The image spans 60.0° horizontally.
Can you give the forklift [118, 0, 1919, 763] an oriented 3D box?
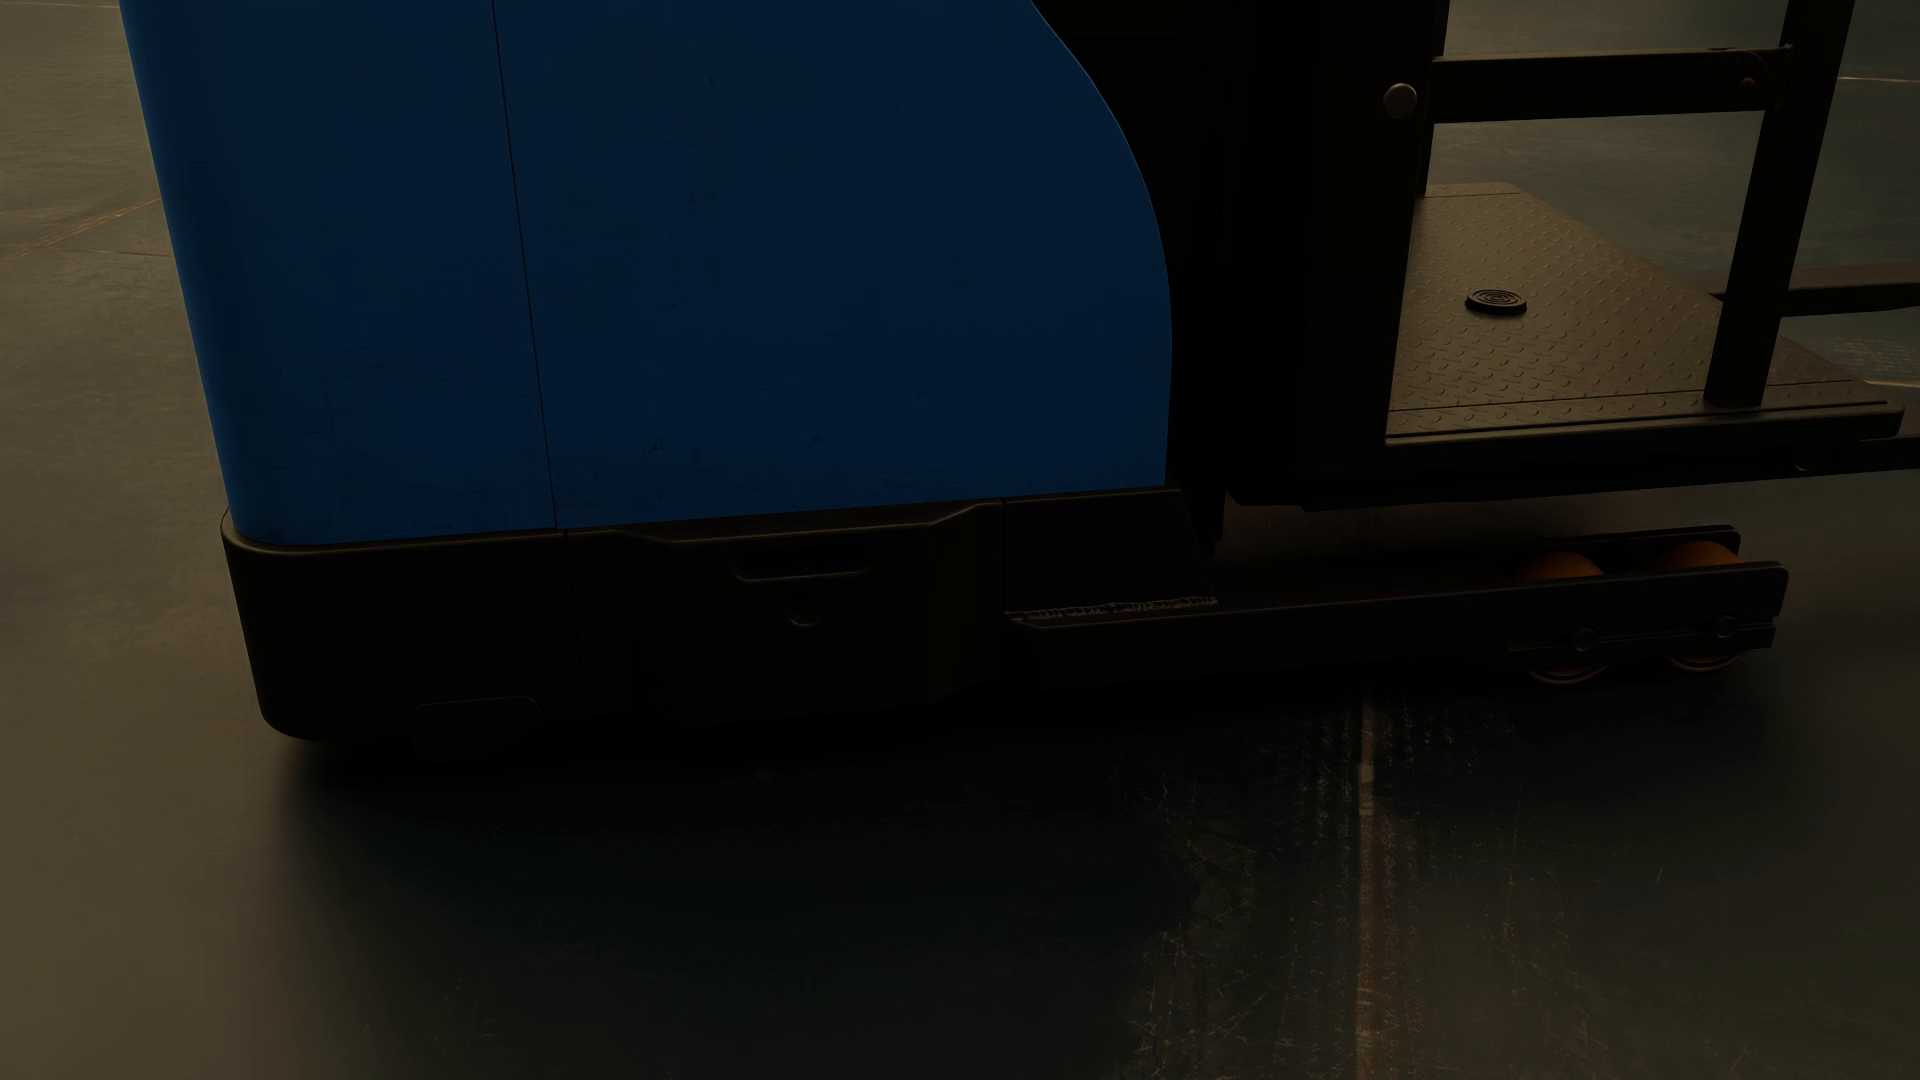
[{"bbox_3d":[0.600,-1.354,1.930,3.031,2.935,1.130,-4,27,-9],"label":"forklift"}]
